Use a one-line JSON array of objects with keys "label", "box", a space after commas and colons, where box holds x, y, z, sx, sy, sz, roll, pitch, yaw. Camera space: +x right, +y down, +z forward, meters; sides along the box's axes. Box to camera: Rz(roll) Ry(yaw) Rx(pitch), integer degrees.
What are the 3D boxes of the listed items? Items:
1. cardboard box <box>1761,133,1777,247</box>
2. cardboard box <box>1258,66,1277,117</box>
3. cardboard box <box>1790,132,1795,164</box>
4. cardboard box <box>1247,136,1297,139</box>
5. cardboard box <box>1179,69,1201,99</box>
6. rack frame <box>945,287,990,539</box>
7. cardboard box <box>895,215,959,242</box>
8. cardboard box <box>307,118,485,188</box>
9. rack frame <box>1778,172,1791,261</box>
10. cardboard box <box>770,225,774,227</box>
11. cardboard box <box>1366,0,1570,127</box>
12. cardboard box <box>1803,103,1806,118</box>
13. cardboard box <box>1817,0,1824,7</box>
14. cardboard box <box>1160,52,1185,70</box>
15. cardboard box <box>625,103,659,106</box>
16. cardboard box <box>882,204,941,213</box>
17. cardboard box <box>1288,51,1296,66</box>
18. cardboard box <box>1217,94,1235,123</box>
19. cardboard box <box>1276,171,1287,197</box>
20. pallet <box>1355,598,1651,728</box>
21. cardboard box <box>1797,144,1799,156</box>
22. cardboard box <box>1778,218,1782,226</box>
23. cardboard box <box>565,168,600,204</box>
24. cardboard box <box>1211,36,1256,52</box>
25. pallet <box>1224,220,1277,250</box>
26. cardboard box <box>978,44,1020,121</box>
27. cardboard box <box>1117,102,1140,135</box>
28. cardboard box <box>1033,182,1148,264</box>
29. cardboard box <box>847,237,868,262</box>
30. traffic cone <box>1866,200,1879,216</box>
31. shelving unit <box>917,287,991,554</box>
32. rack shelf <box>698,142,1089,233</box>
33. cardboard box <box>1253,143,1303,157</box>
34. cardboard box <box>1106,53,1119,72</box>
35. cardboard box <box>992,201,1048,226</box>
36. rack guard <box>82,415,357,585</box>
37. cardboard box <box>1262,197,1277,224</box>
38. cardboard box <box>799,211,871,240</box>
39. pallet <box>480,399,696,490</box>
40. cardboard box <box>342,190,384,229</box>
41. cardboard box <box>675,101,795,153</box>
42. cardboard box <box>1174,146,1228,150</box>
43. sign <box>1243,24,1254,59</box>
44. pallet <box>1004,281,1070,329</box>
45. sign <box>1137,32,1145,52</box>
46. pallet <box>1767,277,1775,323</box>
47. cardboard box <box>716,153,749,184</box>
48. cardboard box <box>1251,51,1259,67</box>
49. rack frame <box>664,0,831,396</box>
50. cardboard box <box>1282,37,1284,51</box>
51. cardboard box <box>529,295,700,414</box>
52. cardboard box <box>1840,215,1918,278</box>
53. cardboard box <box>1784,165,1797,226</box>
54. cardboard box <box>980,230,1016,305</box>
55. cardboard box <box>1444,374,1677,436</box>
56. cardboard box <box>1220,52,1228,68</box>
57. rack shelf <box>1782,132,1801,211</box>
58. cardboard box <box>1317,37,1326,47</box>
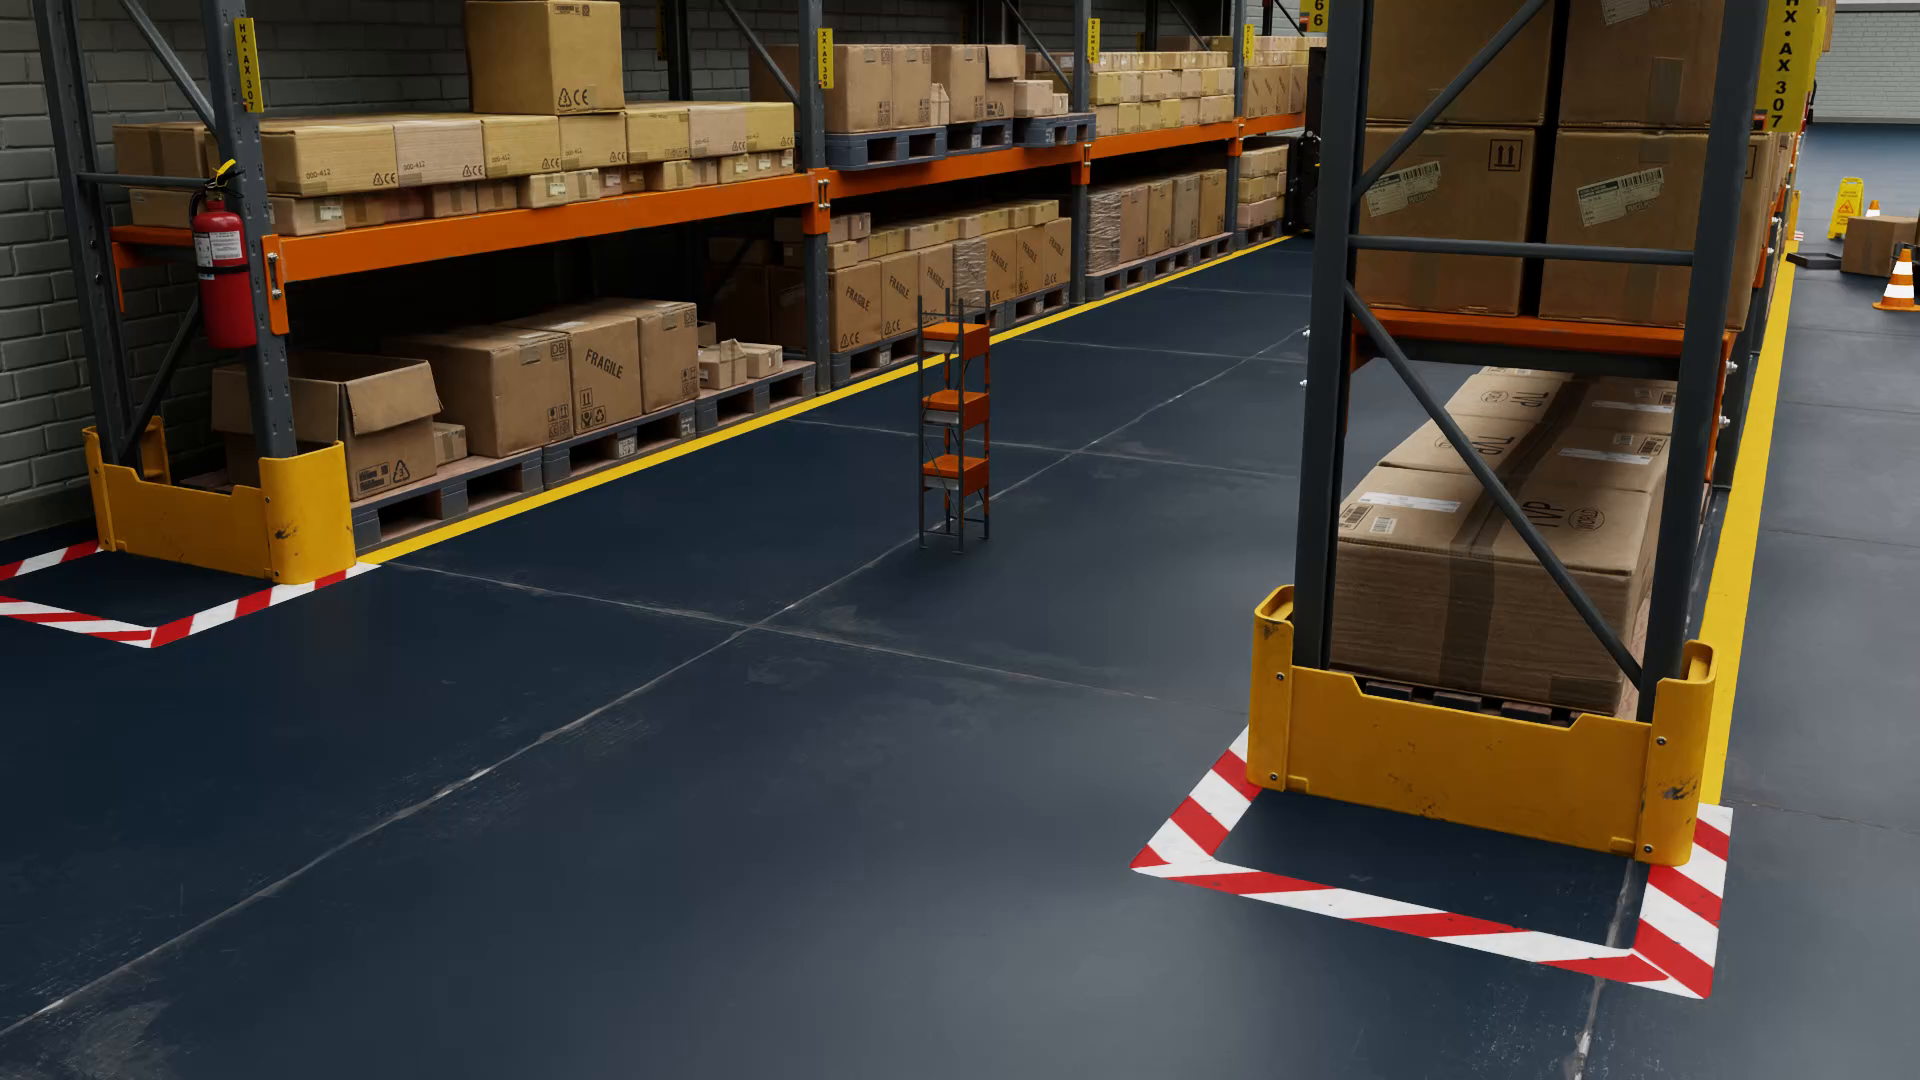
[{"label": "cardboard box", "box": [2.527, -1.248, 5.781, 0.500, 0.500, 0.500, 9, 19, 27]}, {"label": "cardboard box", "box": [2.972, -4.674, 17.318, 0.500, 0.500, 0.500, 8, 19, 26]}, {"label": "cardboard box", "box": [4.770, -2.397, 10.088, 0.500, 0.250, 0.500, 8, 19, 26]}, {"label": "cardboard box", "box": [3.726, -4.695, 19.899, 0.500, 0.250, 0.500, 8, 18, 25]}, {"label": "cardboard box", "box": [1.875, -4.161, 15.149, 0.500, 0.250, 0.500, 8, 19, 26]}, {"label": "rack frame", "box": [0.031, -0.521, 6.934, 0.200, 1.050, 0.008, 8, 18, 25]}, {"label": "cardboard box", "box": [-0.232, -2.159, 11.537, 0.380, 0.149, 0.250, 8, 18, 26]}, {"label": "cardboard box", "box": [-2.371, -1.636, 7.004, 0.500, 0.250, 0.500, 8, 18, 26]}, {"label": "rack frame", "box": [6.765, -3.781, 14.487, 1.000, 3.000, 0.127, 8, 18, 25]}, {"label": "cardboard box", "box": [-1.041, -2.018, 11.063, 0.380, 0.149, 0.250, 7, 18, 23]}, {"label": "cardboard box", "box": [1.405, -1.405, 4.555, 0.500, 0.500, 0.500, 9, 19, 27]}, {"label": "cardboard box", "box": [8.341, -4.347, 16.832, 0.380, 0.149, 0.250, 8, 19, 26]}, {"label": "cardboard box", "box": [7.155, -4.536, 14.573, 0.700, 0.500, 0.500, 8, 18, 25]}, {"label": "cardboard box", "box": [1.775, -4.249, 14.746, 0.380, 0.149, 0.250, 8, 18, 24]}, {"label": "cardboard box", "box": [-1.933, -2.224, 8.986, 0.500, 0.250, 0.500, 8, 18, 25]}, {"label": "cardboard box", "box": [-0.363, -2.419, 12.412, 0.380, 0.149, 0.250, 7, 18, 23]}, {"label": "cardboard box", "box": [3.409, -5.210, 17.982, 0.380, 0.149, 0.250, 8, 18, 24]}, {"label": "cardboard box", "box": [2.331, -4.178, 16.087, 0.500, 0.250, 0.500, 9, 19, 27]}, {"label": "cardboard box", "box": [3.273, -3.874, 18.012, 0.500, 0.250, 0.500, 8, 18, 25]}, {"label": "pallet", "box": [1.690, 0.398, 5.312, 1.003, 0.211, 1.213, 8, 18, 25]}, {"label": "cardboard box", "box": [7.725, -3.675, 15.765, 0.380, 0.149, 0.250, 9, 19, 29]}, {"label": "cardboard box", "box": [6.533, -2.589, 14.351, 0.950, 0.372, 0.625, 8, 18, 26]}, {"label": "cardboard box", "box": [-1.928, -1.675, 7.837, 0.380, 0.149, 0.250, 9, 19, 27]}, {"label": "cardboard box", "box": [2.730, -4.957, 16.607, 0.380, 0.149, 0.250, 9, 19, 26]}, {"label": "pallet", "box": [2.715, -3.272, 17.671, 1.003, 0.211, 1.213, 8, 18, 25]}, {"label": "cardboard box", "box": [-0.029, -3.205, 11.626, 0.797, 0.503, 0.637, 8, 18, 24]}, {"label": "cardboard box", "box": [1.181, -3.531, 13.906, 0.500, 0.250, 0.500, 8, 18, 24]}, {"label": "cardboard box", "box": [1.111, -2.781, 14.551, 0.875, 0.625, 0.625, 9, 19, 27]}, {"label": "cardboard box", "box": [-0.799, -1.826, 10.417, 0.380, 0.149, 0.250, 8, 18, 24]}, {"label": "traffic cone", "box": [9.514, -3.310, 17.357, 0.336, 0.463, 0.334, 8, 18, 25]}, {"label": "shelving unit", "box": [-0.024, -0.490, 6.829, 0.215, 1.050, 0.252, 8, 18, 25]}, {"label": "rack shelf", "box": [-0.358, -2.539, 11.567, 1.077, 0.370, 4.000, 8, 18, 25]}, {"label": "cardboard box", "box": [3.511, -4.248, 18.393, 0.500, 0.250, 0.500, 8, 18, 24]}, {"label": "cardboard box", "box": [1.059, -3.864, 13.450, 0.380, 0.149, 0.250, 9, 19, 27]}, {"label": "cardboard box", "box": [0.447, -2.476, 12.604, 0.380, 0.149, 0.250, 7, 18, 23]}, {"label": "rack guard", "box": [-3.006, -0.176, 6.740, 1.175, 0.500, 0.348, 8, 18, 25]}, {"label": "cardboard box", "box": [3.048, -3.507, 17.657, 0.500, 0.250, 0.500, 8, 18, 24]}, {"label": "cardboard box", "box": [-0.781, -1.961, 10.348, 0.380, 0.149, 0.250, 7, 18, 23]}, {"label": "pallet", "box": [-2.104, -0.551, 8.508, 1.003, 0.211, 1.213, 8, 18, 25]}, {"label": "cardboard box", "box": [-2.575, -1.354, 6.757, 0.380, 0.149, 0.250, 9, 19, 27]}, {"label": "cardboard box", "box": [-1.261, -2.284, 9.187, 0.500, 0.250, 0.500, 9, 19, 27]}, {"label": "cardboard box", "box": [2.582, -4.055, 17.745, 0.500, 0.250, 0.500, 8, 18, 25]}, {"label": "sign", "box": [2.812, -4.862, 16.232, 0.100, 0.325, 0.005, 8, 18, 25]}, {"label": "pallet", "box": [0.168, -1.871, 12.953, 1.003, 0.211, 1.213, 8, 18, 25]}, {"label": "sign", "box": [1.825, -4.935, 16.712, 0.100, 0.325, 0.005, 8, 18, 25]}, {"label": "pallet", "box": [5.874, -1.934, 13.166, 1.003, 0.211, 1.213, 8, 18, 25]}, {"label": "cardboard box", "box": [-1.360, -2.002, 8.938, 0.380, 0.149, 0.250, 9, 19, 27]}, {"label": "cardboard box", "box": [2.815, -4.885, 16.887, 0.380, 0.149, 0.250, 9, 19, 27]}, {"label": "rack frame", "box": [-1.252, -2.374, 9.749, 1.000, 3.000, 0.127, 8, 18, 25]}, {"label": "cardboard box", "box": [3.235, -5.295, 17.746, 0.380, 0.149, 0.250, 8, 18, 25]}, {"label": "cardboard box", "box": [-1.801, -0.979, 8.706, 0.700, 0.500, 0.500, 7, 18, 23]}, {"label": "cardboard box", "box": [8.461, -2.684, 15.179, 0.500, 0.500, 0.500, -7, 18, -22]}, {"label": "cardboard box", "box": [7.270, -3.140, 15.102, 0.500, 0.500, 0.500, 9, 19, 28]}, {"label": "cardboard box", "box": [0.074, -2.001, 12.146, 0.500, 0.500, 0.500, 9, 19, 28]}, {"label": "cardboard box", "box": [2.414, -0.342, 6.671, 0.875, 0.438, 0.875, 8, 18, 24]}, {"label": "cardboard box", "box": [2.369, -4.655, 16.115, 0.380, 0.149, 0.250, 9, 19, 27]}, {"label": "rack shelf", "box": [5.871, -2.927, 12.874, 1.077, 0.370, 4.000, 8, 18, 25]}, {"label": "cardboard box", "box": [3.963, -5.677, 19.033, 0.380, 0.149, 0.250, 9, 19, 27]}]
